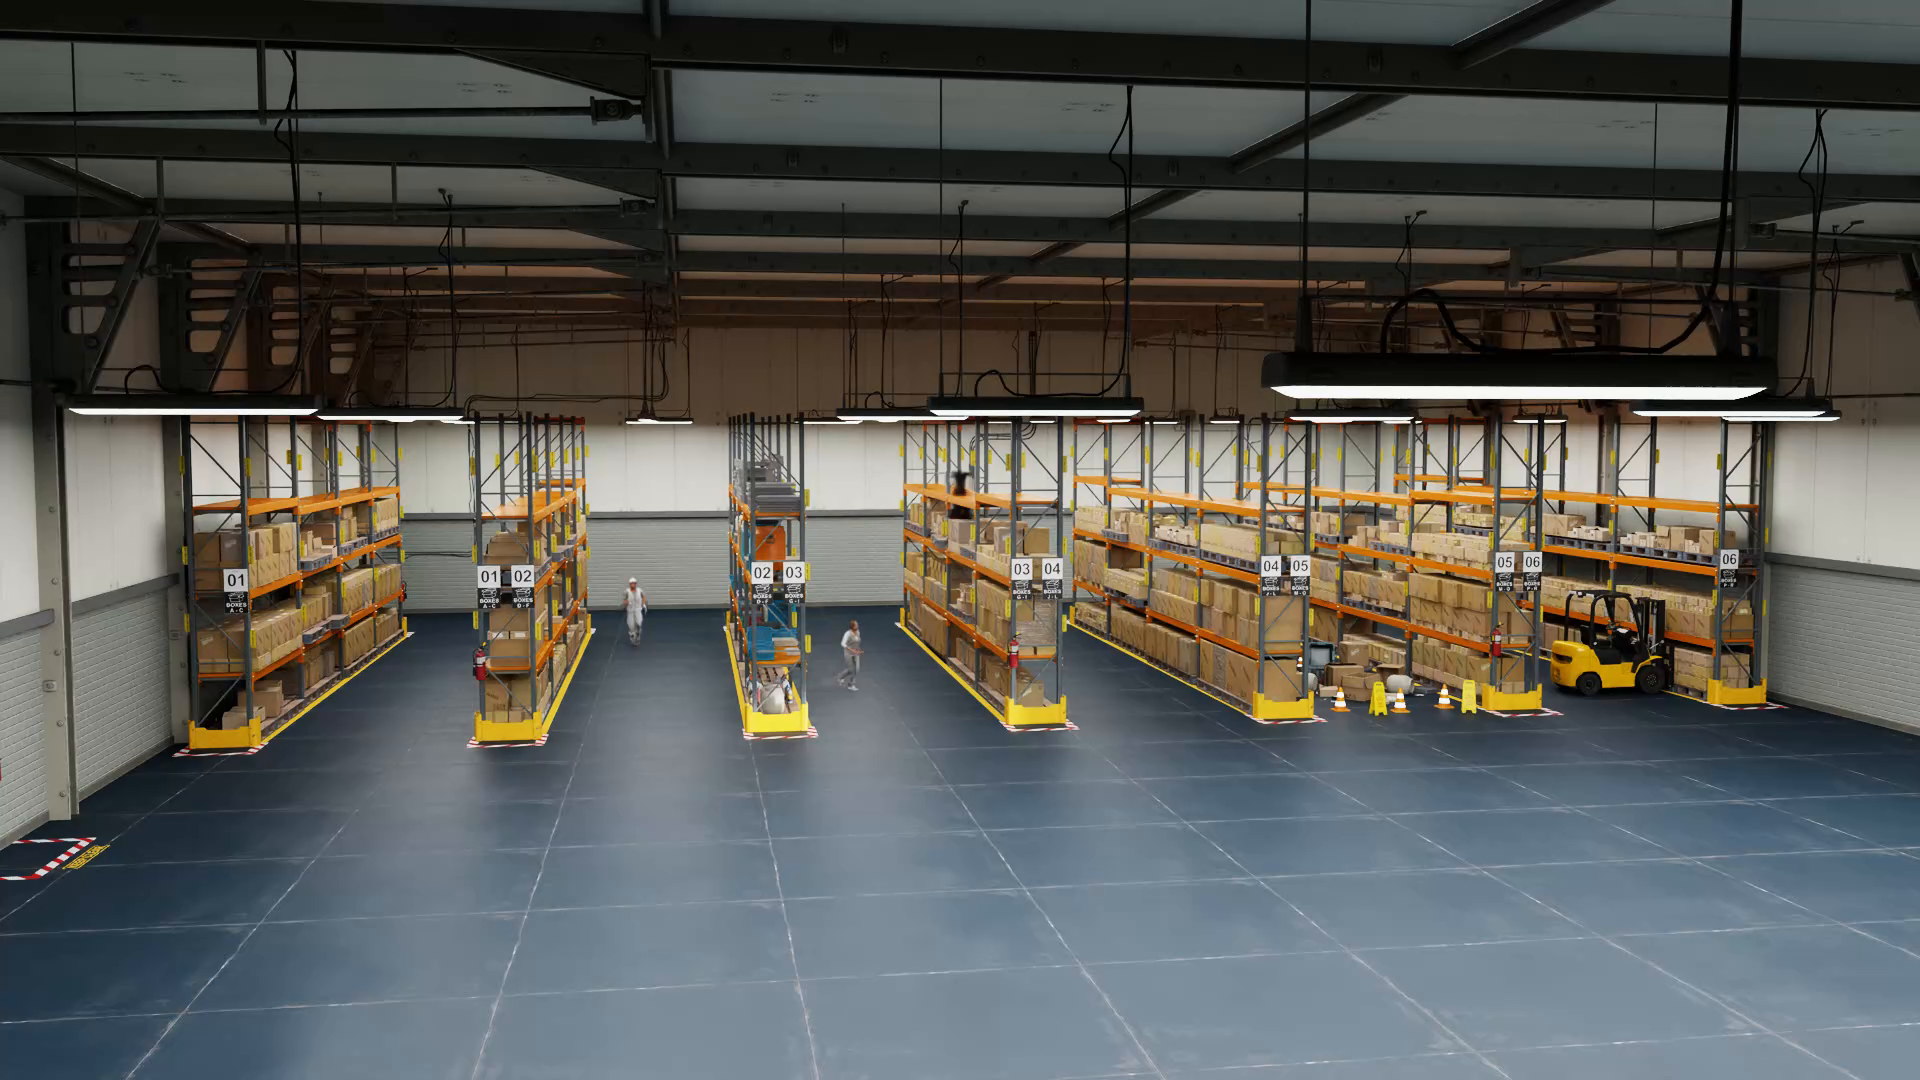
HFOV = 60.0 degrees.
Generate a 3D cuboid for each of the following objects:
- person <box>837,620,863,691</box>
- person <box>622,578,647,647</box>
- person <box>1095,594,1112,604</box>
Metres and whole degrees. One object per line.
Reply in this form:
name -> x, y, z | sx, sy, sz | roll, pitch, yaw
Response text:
person -> -2.401, 2.505, 36.195 | 0.536, 1.540, 0.689 | -3, 5, -41
person -> -8.477, 1.887, 43.320 | 0.636, 1.800, 0.812 | -1, 4, -13
person -> 4.321, 1.504, 49.686 | 0.695, 1.718, 0.592 | -1, 4, -17
